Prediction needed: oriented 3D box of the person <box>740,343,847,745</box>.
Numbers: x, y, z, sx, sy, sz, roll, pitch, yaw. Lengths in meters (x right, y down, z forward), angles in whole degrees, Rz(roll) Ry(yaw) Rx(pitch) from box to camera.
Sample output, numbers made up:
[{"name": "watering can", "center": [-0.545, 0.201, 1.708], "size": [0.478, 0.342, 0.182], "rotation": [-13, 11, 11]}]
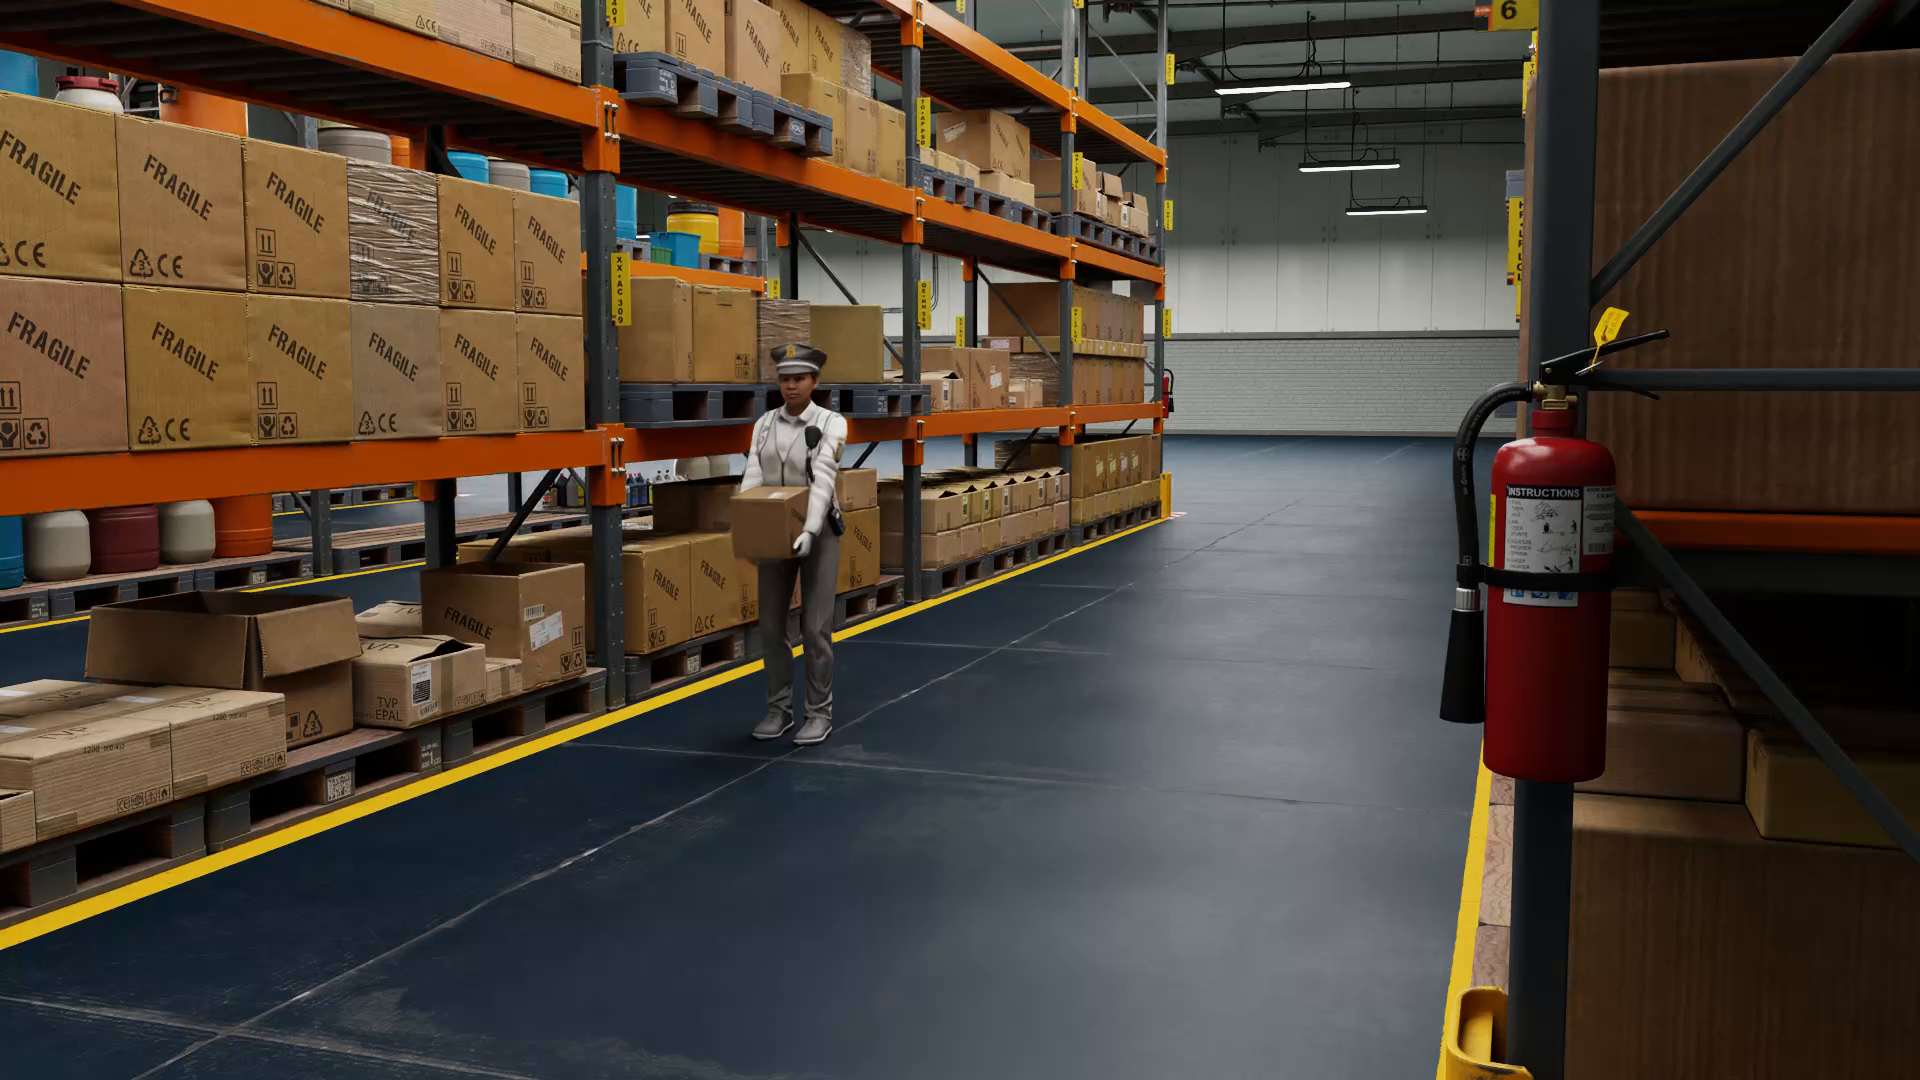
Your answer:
[{"name": "person", "center": [-0.707, 0.016, 7.010], "size": [0.416, 1.684, 0.523], "rotation": [2, 6, 18]}]
